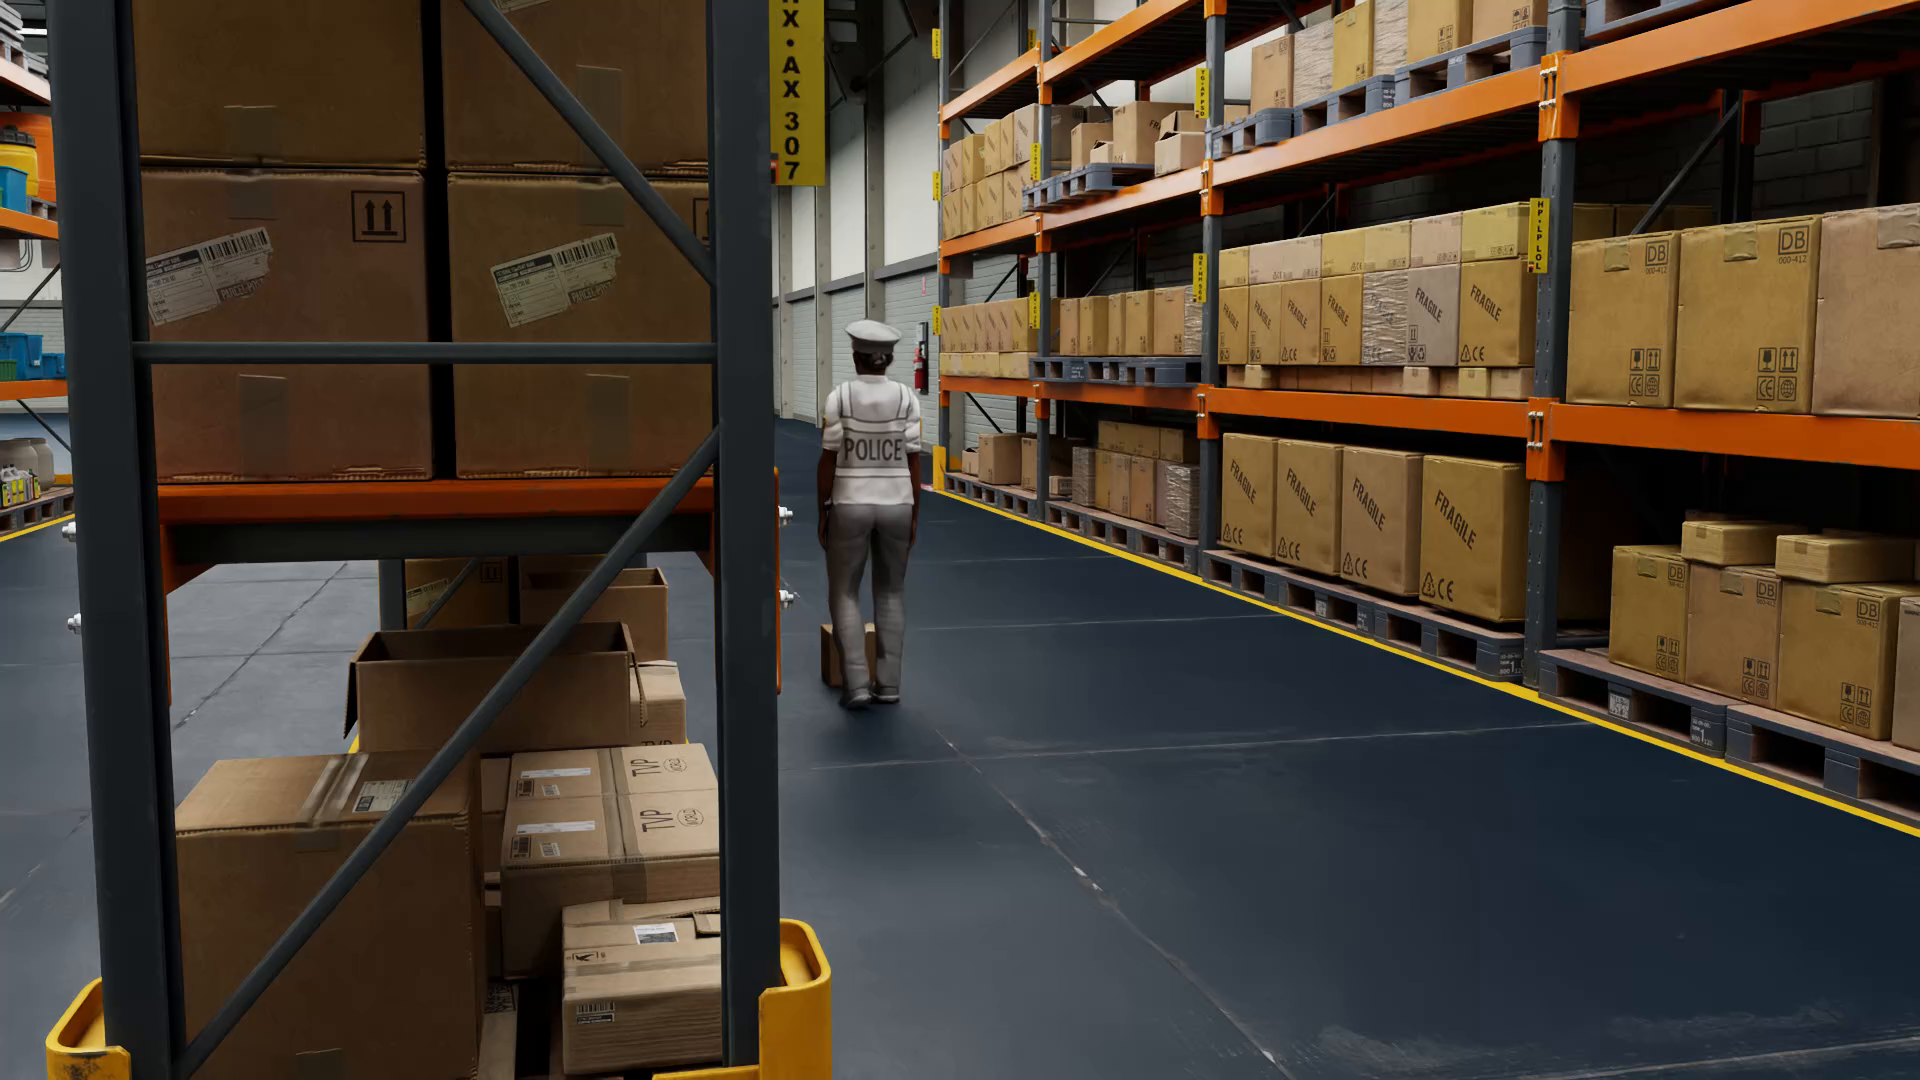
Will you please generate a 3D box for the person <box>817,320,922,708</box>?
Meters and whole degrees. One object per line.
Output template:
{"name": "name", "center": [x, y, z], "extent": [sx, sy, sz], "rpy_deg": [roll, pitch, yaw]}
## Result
{"name": "person", "center": [-0.400, -0.083, 7.239], "extent": [0.456, 1.731, 0.393], "rpy_deg": [-2, 6, -14]}
